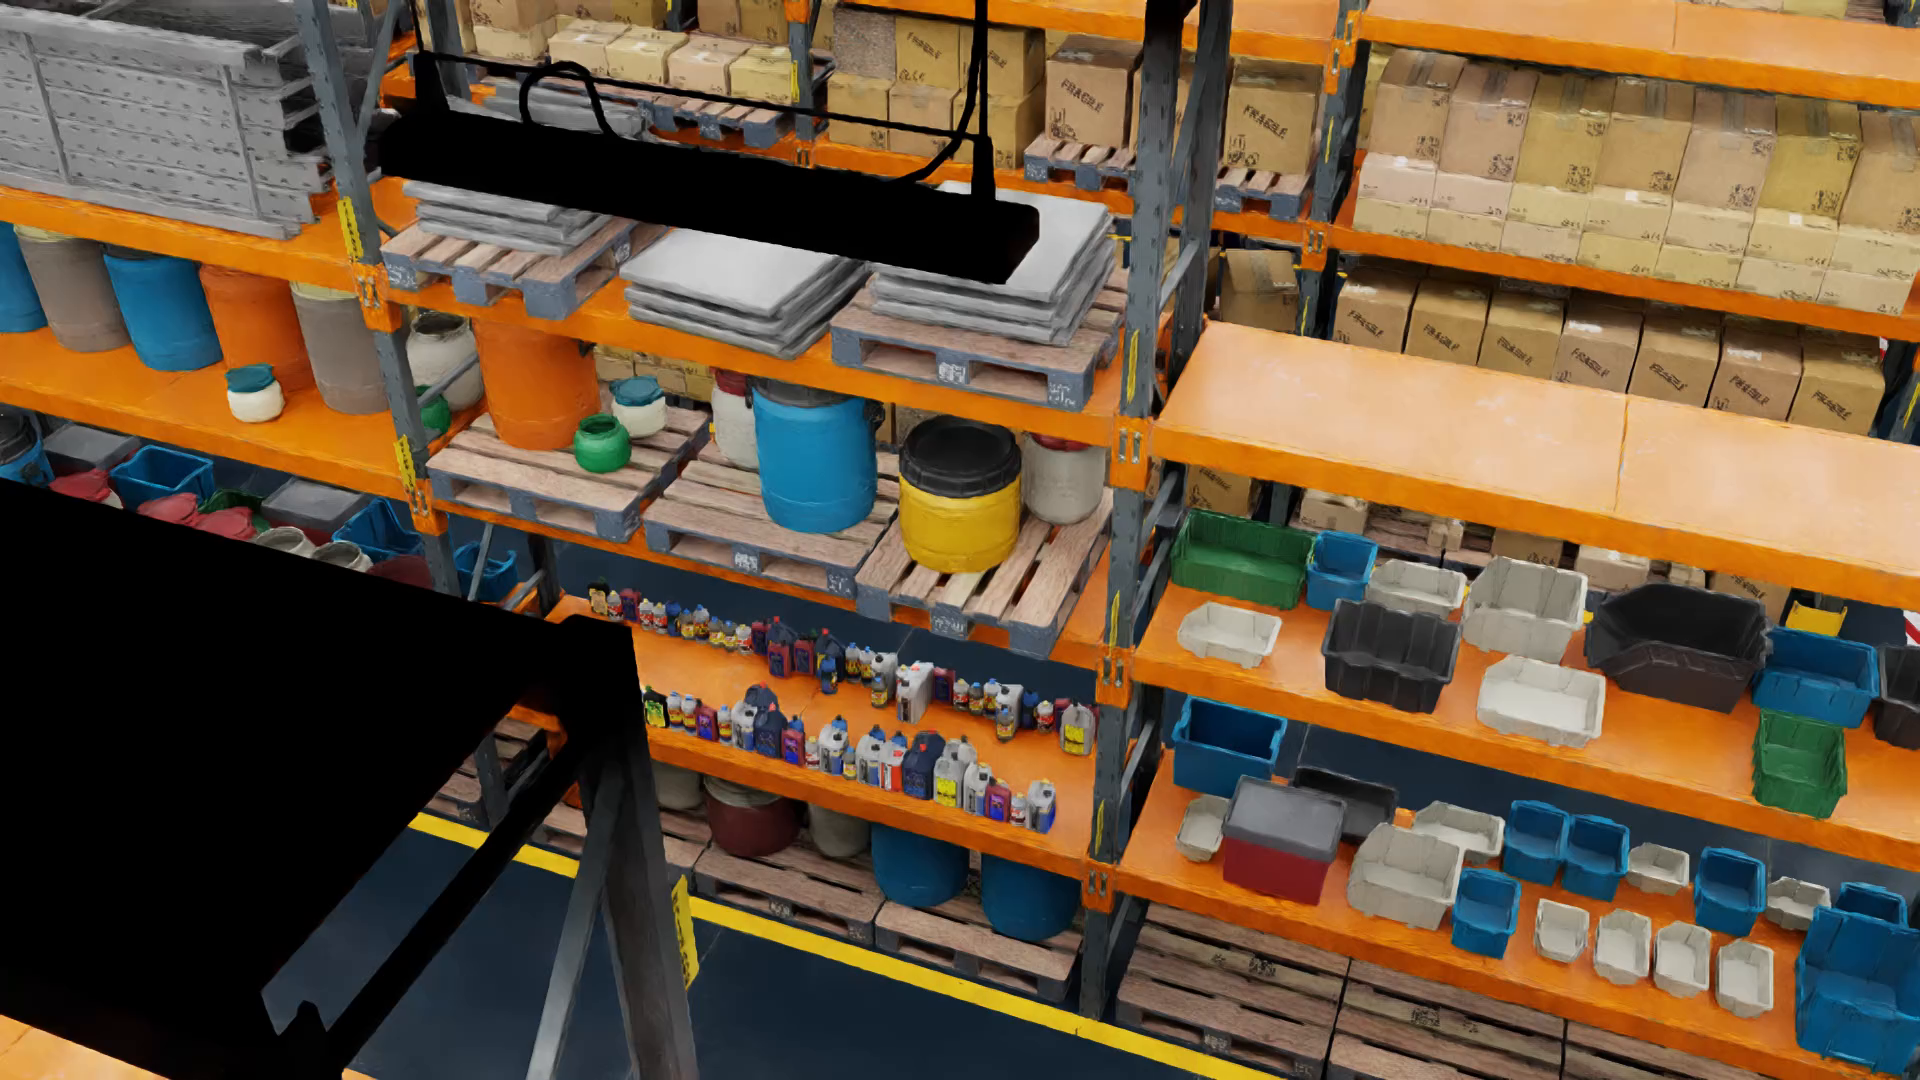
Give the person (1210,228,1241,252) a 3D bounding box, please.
[{"bbox_3d":[2.475,-3.124,16.274,1.091,1.565,0.481,11,38,15],"label":"person"}]
